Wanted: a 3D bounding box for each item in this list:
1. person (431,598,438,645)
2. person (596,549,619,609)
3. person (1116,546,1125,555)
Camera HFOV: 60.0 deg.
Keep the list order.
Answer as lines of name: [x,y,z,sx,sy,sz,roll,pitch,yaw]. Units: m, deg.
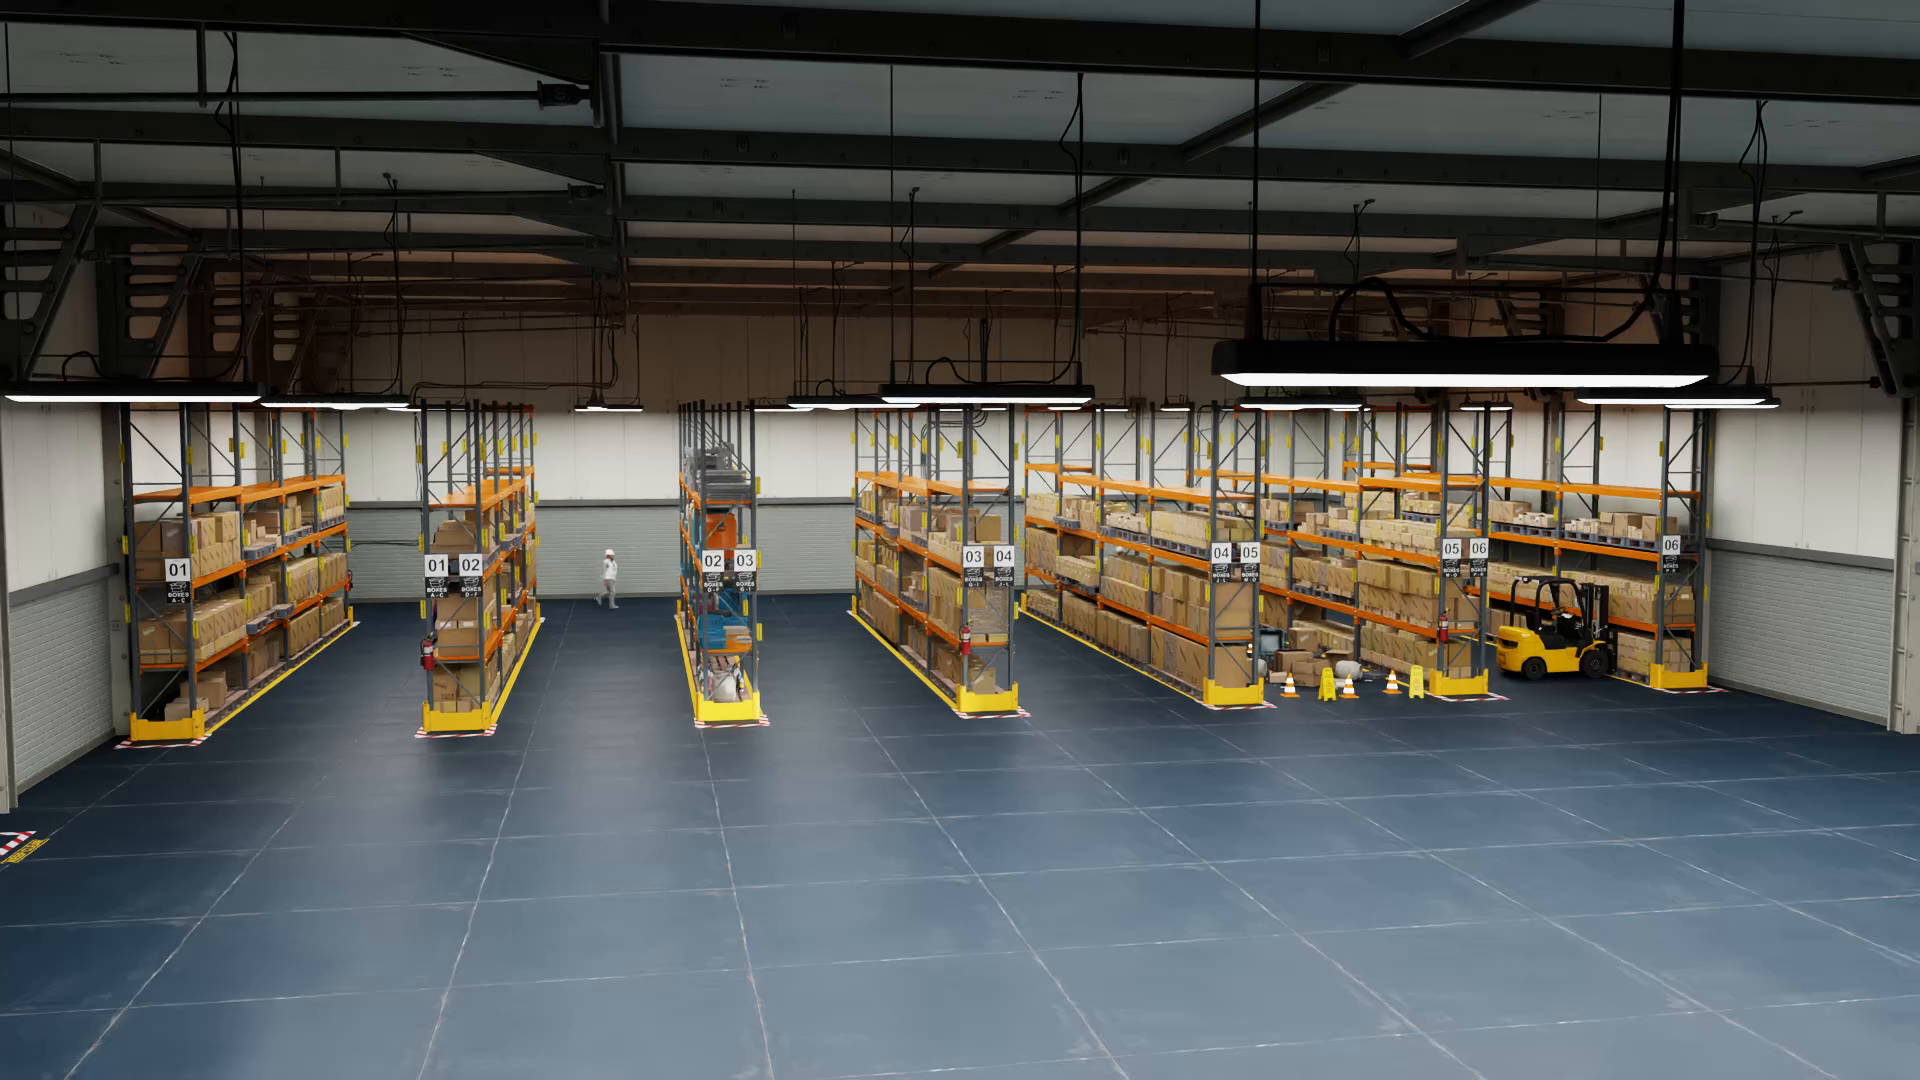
person: [-12.872,1.785,41.266,0.587,1.657,0.398,-1,4,-8]
person: [-10.398,1.144,49.032,0.803,1.751,0.532,1,4,10]
person: [4.693,1.083,49.552,0.705,1.782,0.598,-1,4,-14]
